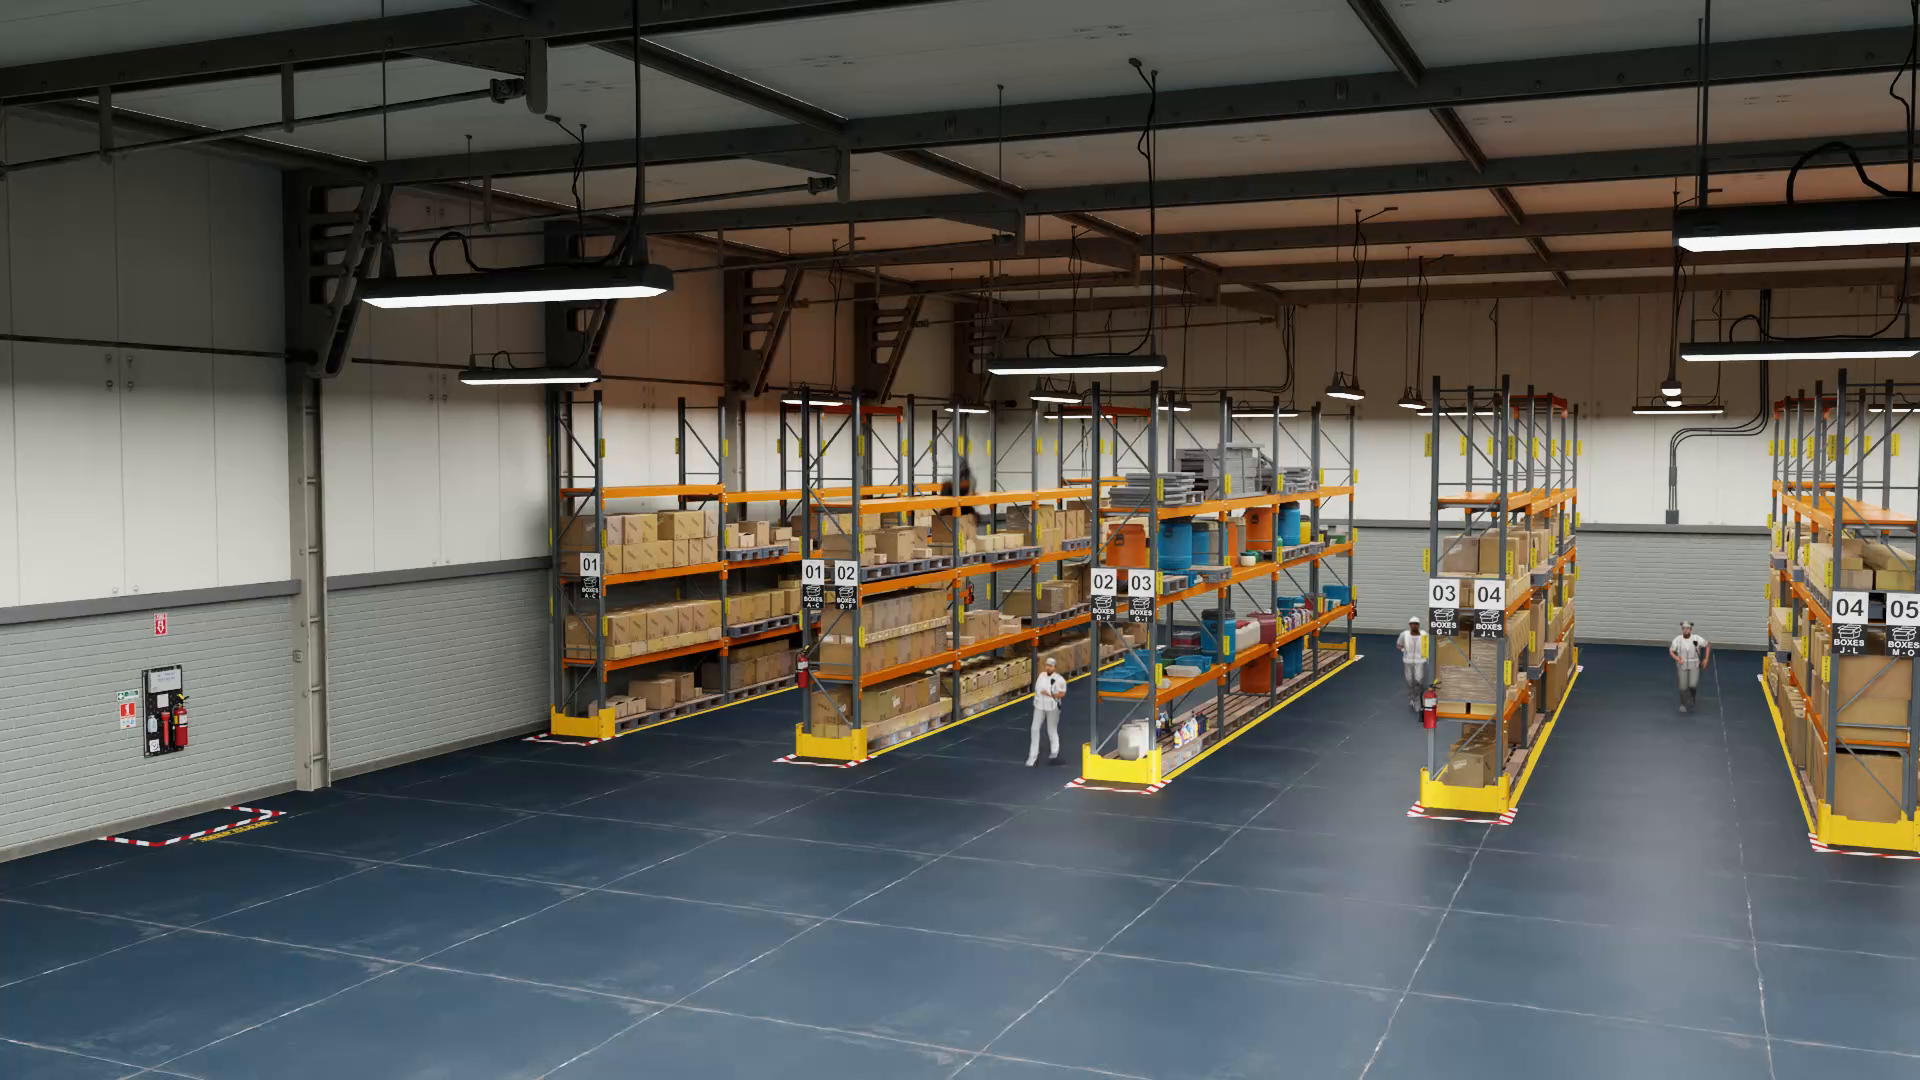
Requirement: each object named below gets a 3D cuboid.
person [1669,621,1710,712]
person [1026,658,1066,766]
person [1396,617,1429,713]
[{"bbox_3d":[13.788,2.399,31.459,0.688,1.741,0.718,2,4,28],"label":"person"},{"bbox_3d":[1.394,2.689,26.281,0.585,1.657,0.889,1,3,22],"label":"person"},{"bbox_3d":[8.647,2.374,31.700,0.659,1.829,0.759,1,3,22],"label":"person"}]
